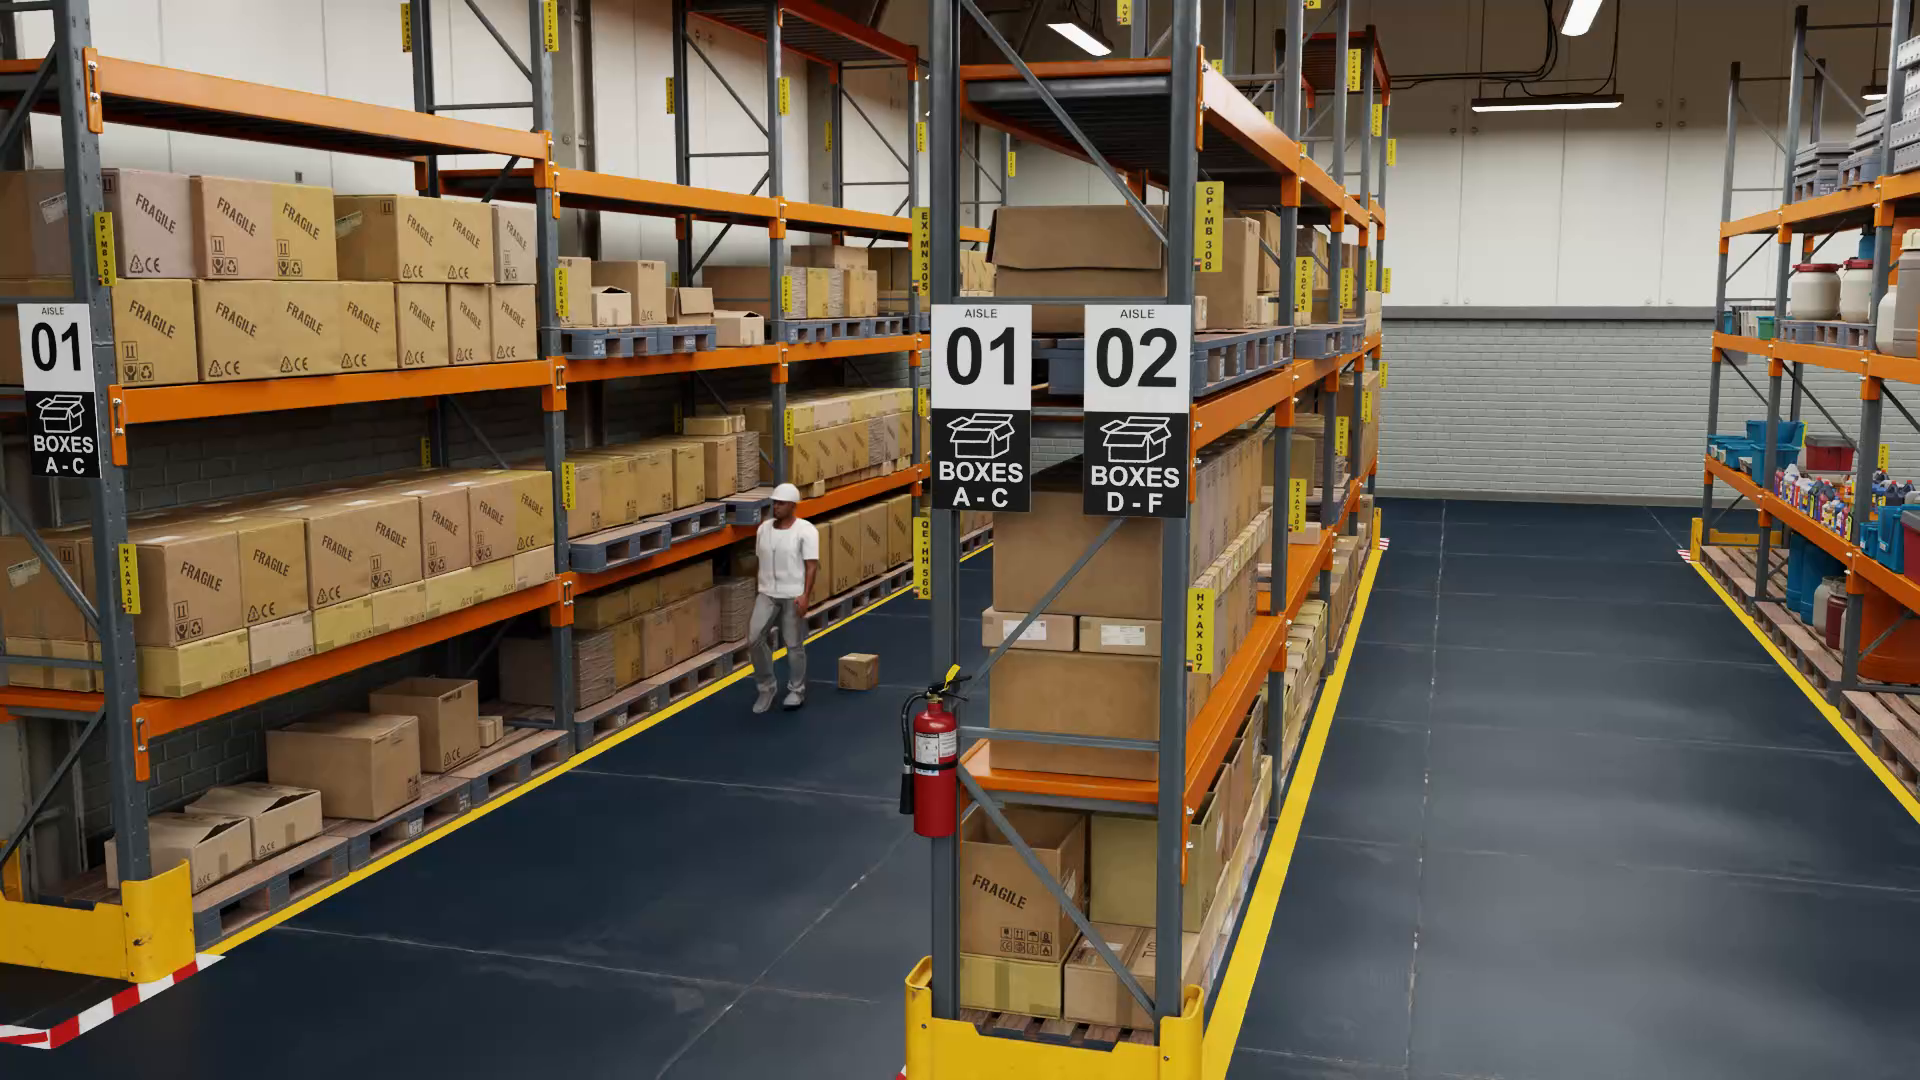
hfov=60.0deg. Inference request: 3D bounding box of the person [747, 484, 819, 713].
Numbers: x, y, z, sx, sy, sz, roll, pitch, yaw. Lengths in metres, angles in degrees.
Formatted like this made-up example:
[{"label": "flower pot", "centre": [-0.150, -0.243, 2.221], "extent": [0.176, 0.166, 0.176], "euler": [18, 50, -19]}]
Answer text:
[{"label": "person", "centre": [-1.397, 0.465, 13.021], "extent": [0.584, 1.808, 0.482], "euler": [3, 9, 19]}]
